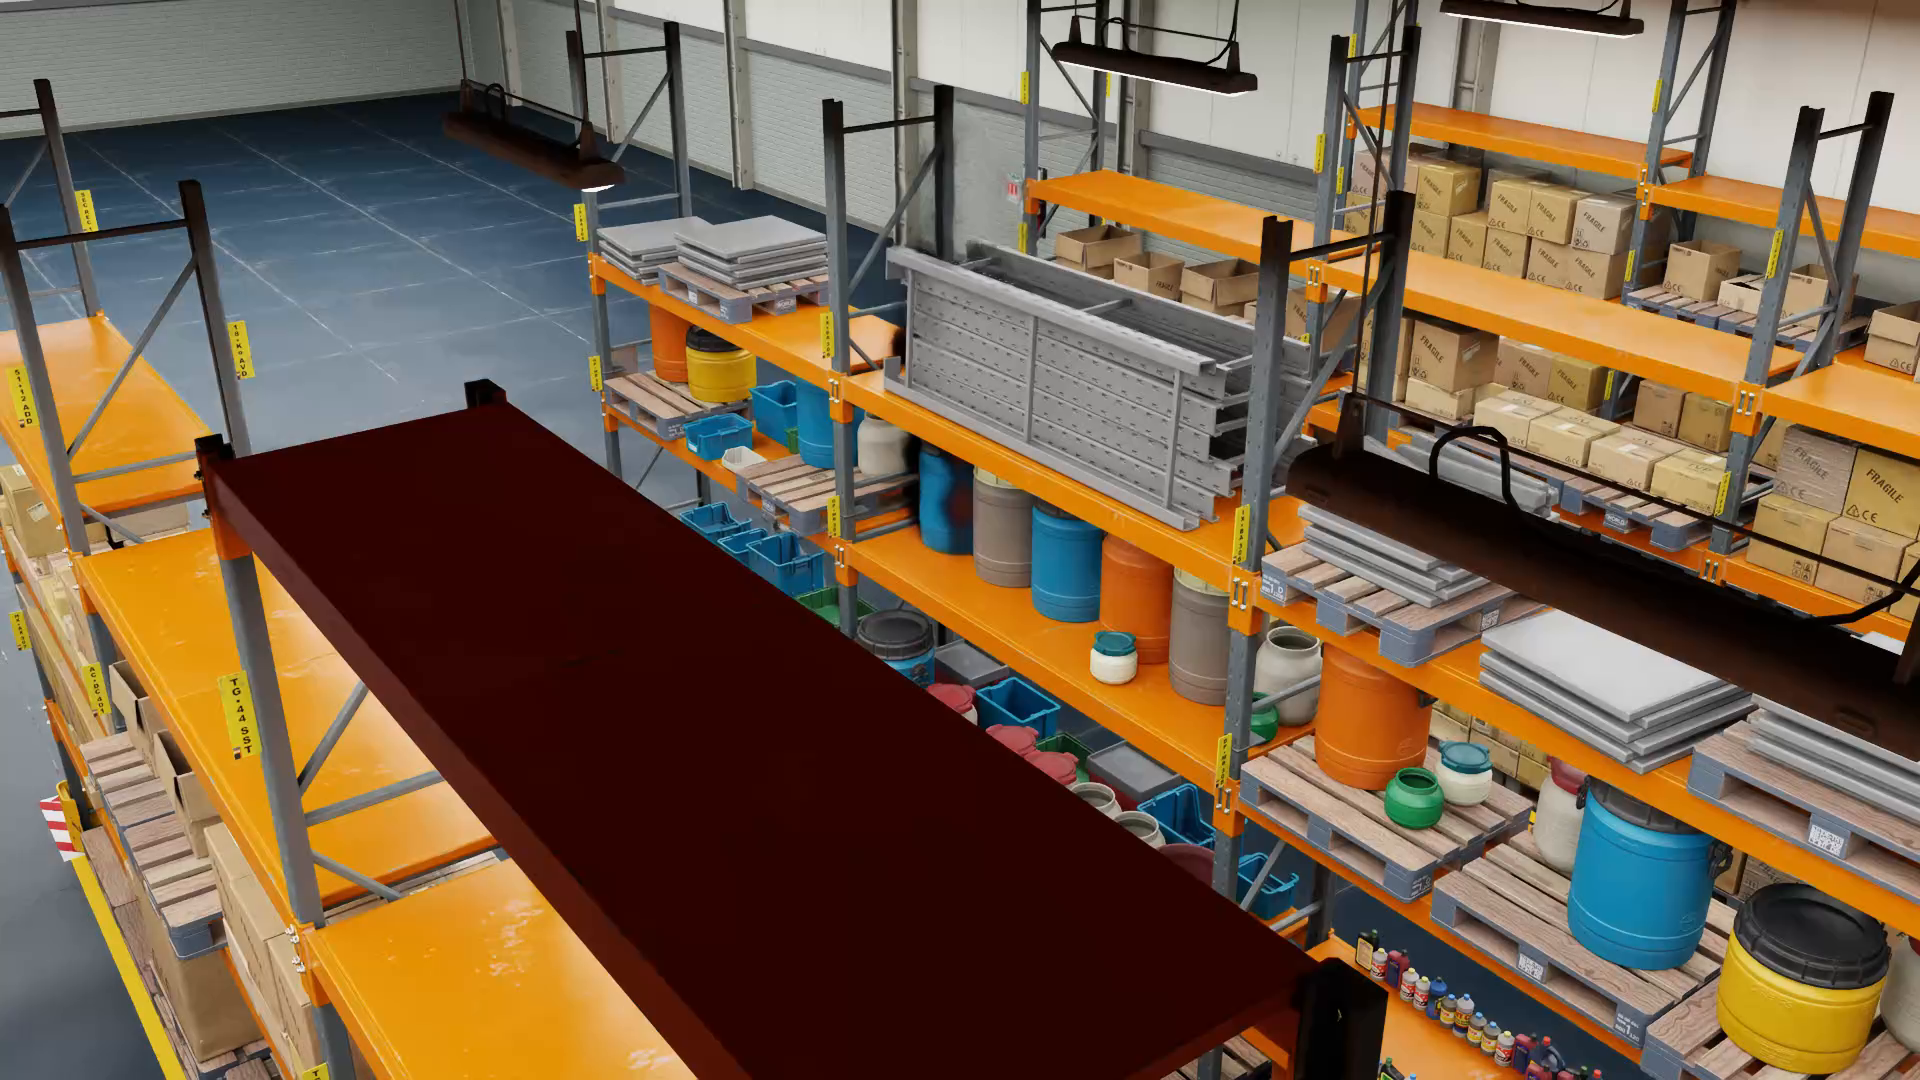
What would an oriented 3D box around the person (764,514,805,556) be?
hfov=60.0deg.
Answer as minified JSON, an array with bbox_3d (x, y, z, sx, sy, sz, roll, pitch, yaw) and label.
[{"bbox_3d":[-1.817,-0.174,17.434,0.626,1.631,0.472,-20,32,-37],"label":"person"}]
